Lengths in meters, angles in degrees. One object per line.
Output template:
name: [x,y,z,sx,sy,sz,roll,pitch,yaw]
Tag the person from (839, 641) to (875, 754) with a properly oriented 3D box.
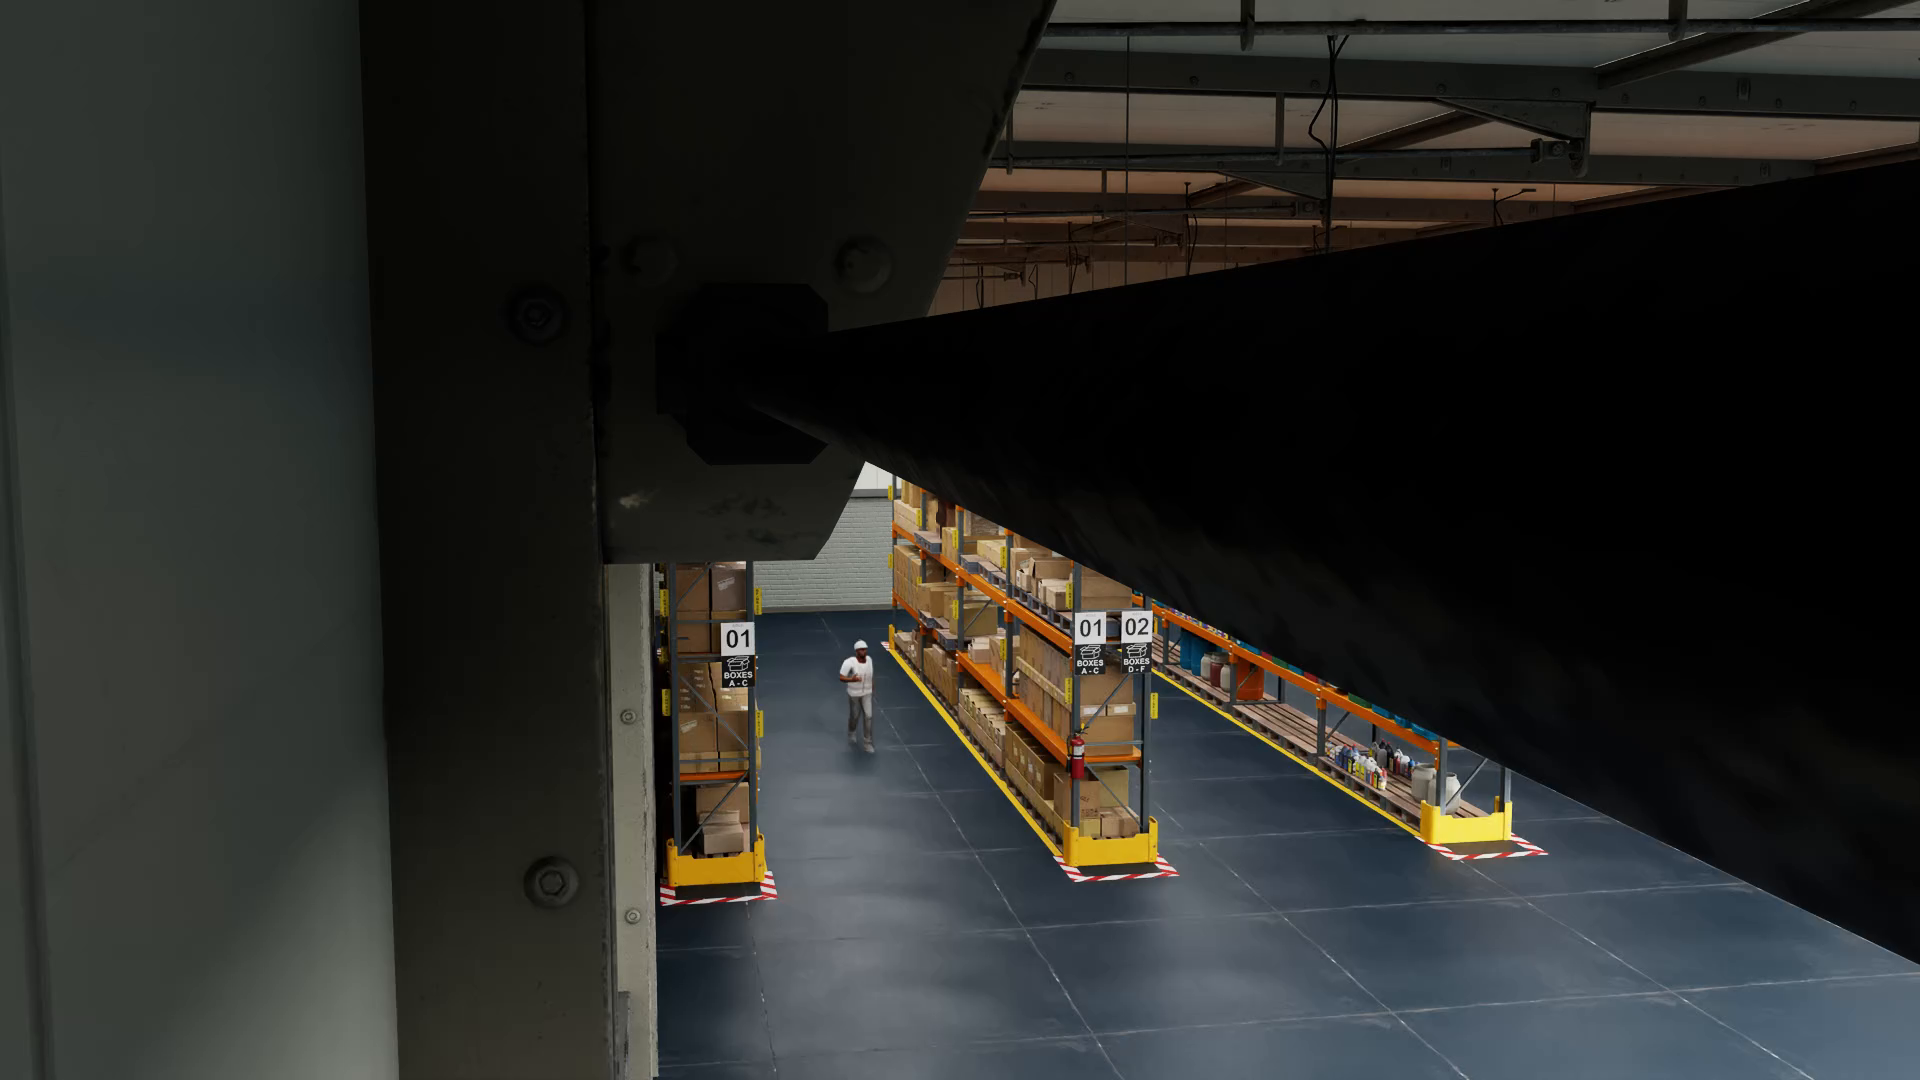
person: [-1.664,2.528,27.074,0.670,1.809,0.869,-3,7,-25]
